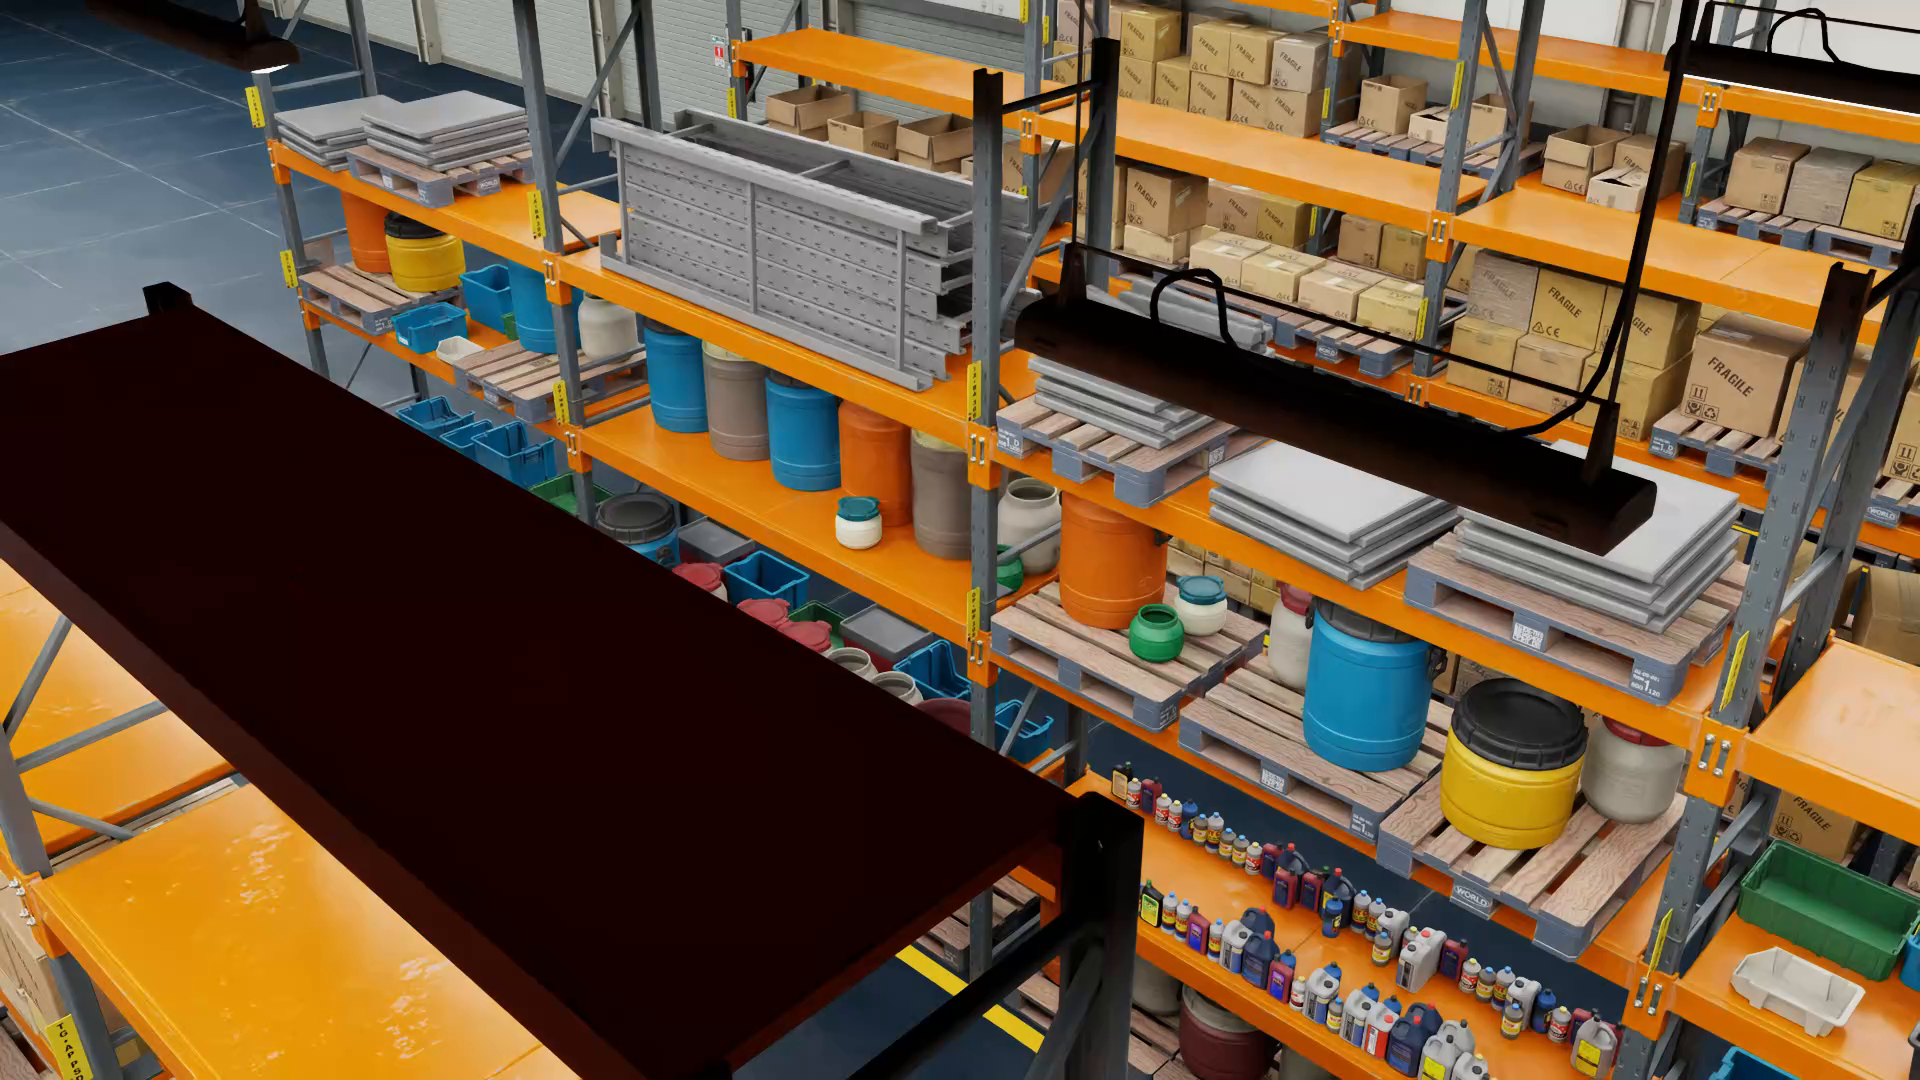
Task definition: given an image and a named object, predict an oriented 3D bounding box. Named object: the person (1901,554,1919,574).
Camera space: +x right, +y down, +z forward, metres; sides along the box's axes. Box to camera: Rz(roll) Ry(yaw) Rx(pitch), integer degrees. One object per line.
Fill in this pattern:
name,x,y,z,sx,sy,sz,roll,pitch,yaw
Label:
person,7.616,0.737,13.188,0.588,1.688,0.830,-19,34,-30
